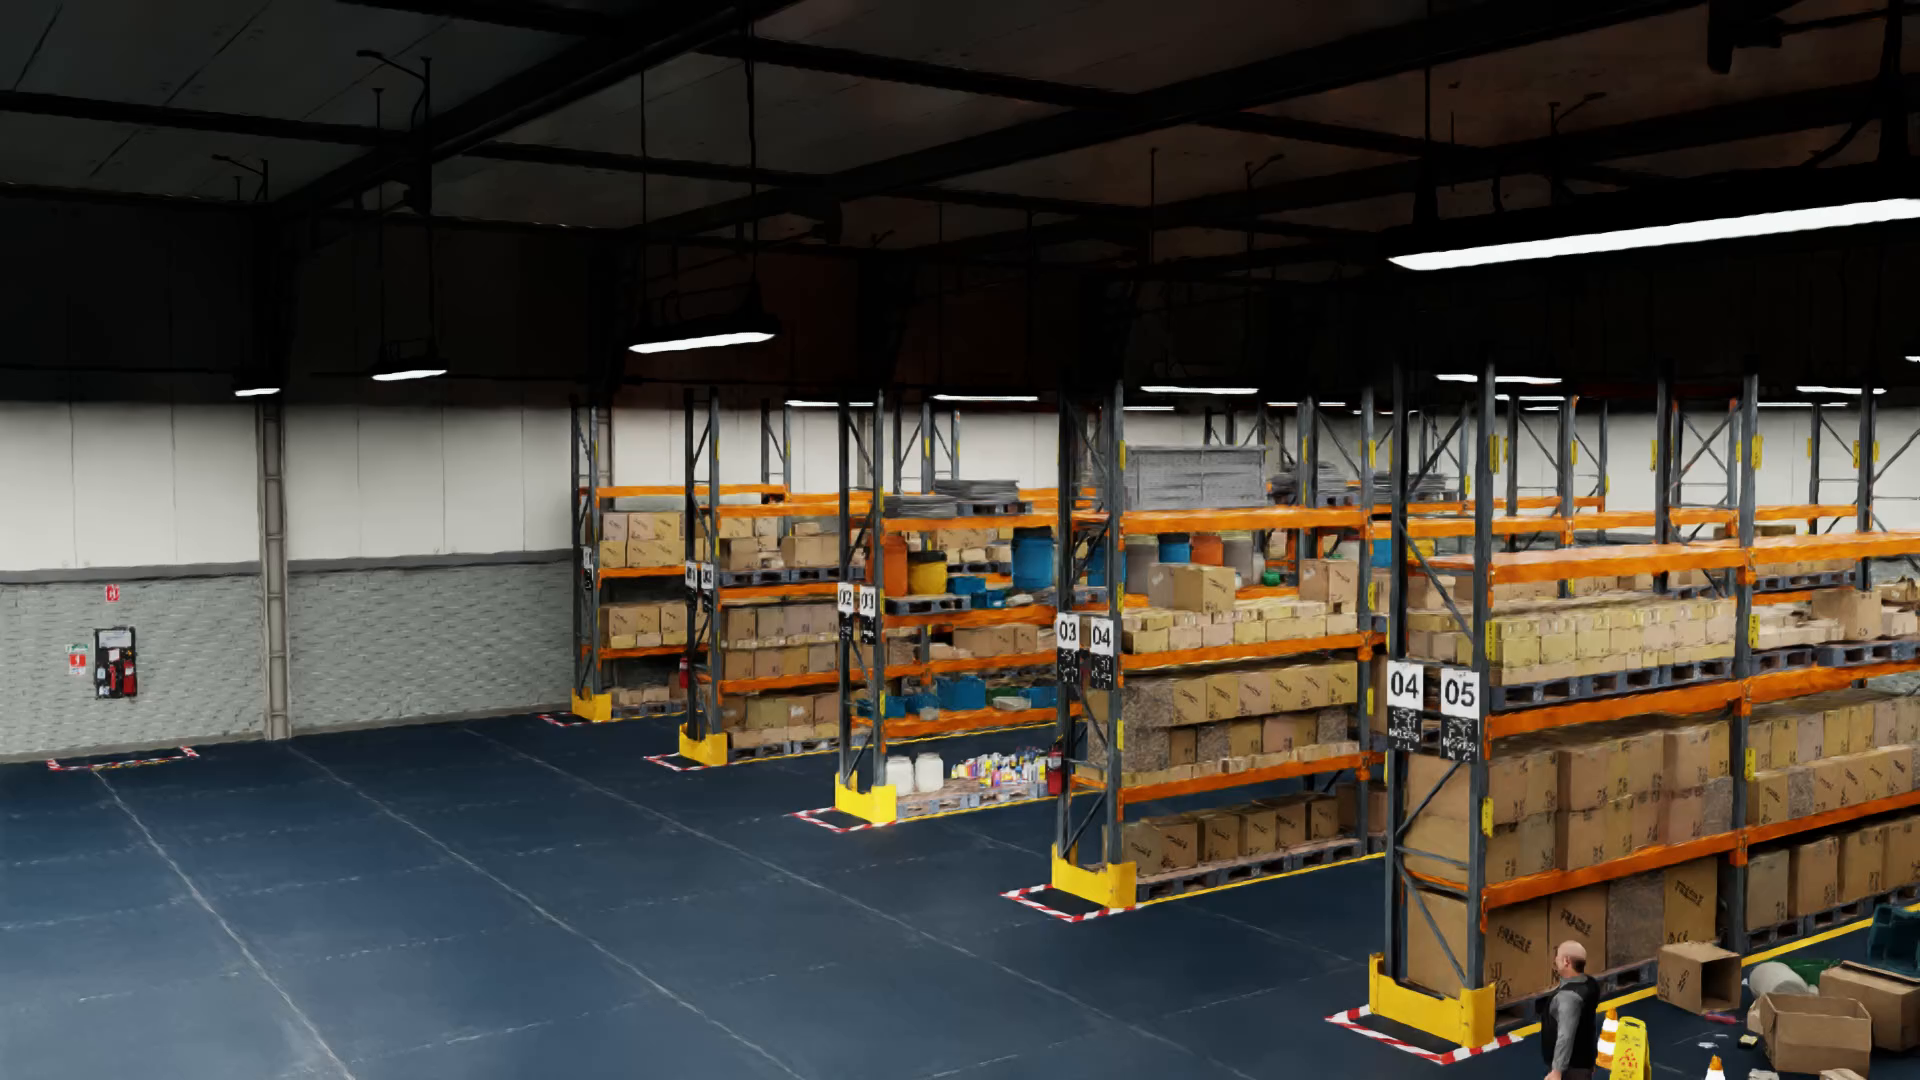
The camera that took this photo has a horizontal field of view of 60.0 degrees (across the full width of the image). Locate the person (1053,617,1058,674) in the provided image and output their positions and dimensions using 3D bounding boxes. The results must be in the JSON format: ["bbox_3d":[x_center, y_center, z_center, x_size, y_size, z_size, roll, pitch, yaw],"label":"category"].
[{"bbox_3d":[2.170,2.190,34.435,0.463,1.782,0.598,2,4,30],"label":"person"}]

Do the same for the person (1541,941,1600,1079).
[{"bbox_3d":[4.225,3.626,11.397,0.471,1.720,0.721,2,4,28],"label":"person"}]
